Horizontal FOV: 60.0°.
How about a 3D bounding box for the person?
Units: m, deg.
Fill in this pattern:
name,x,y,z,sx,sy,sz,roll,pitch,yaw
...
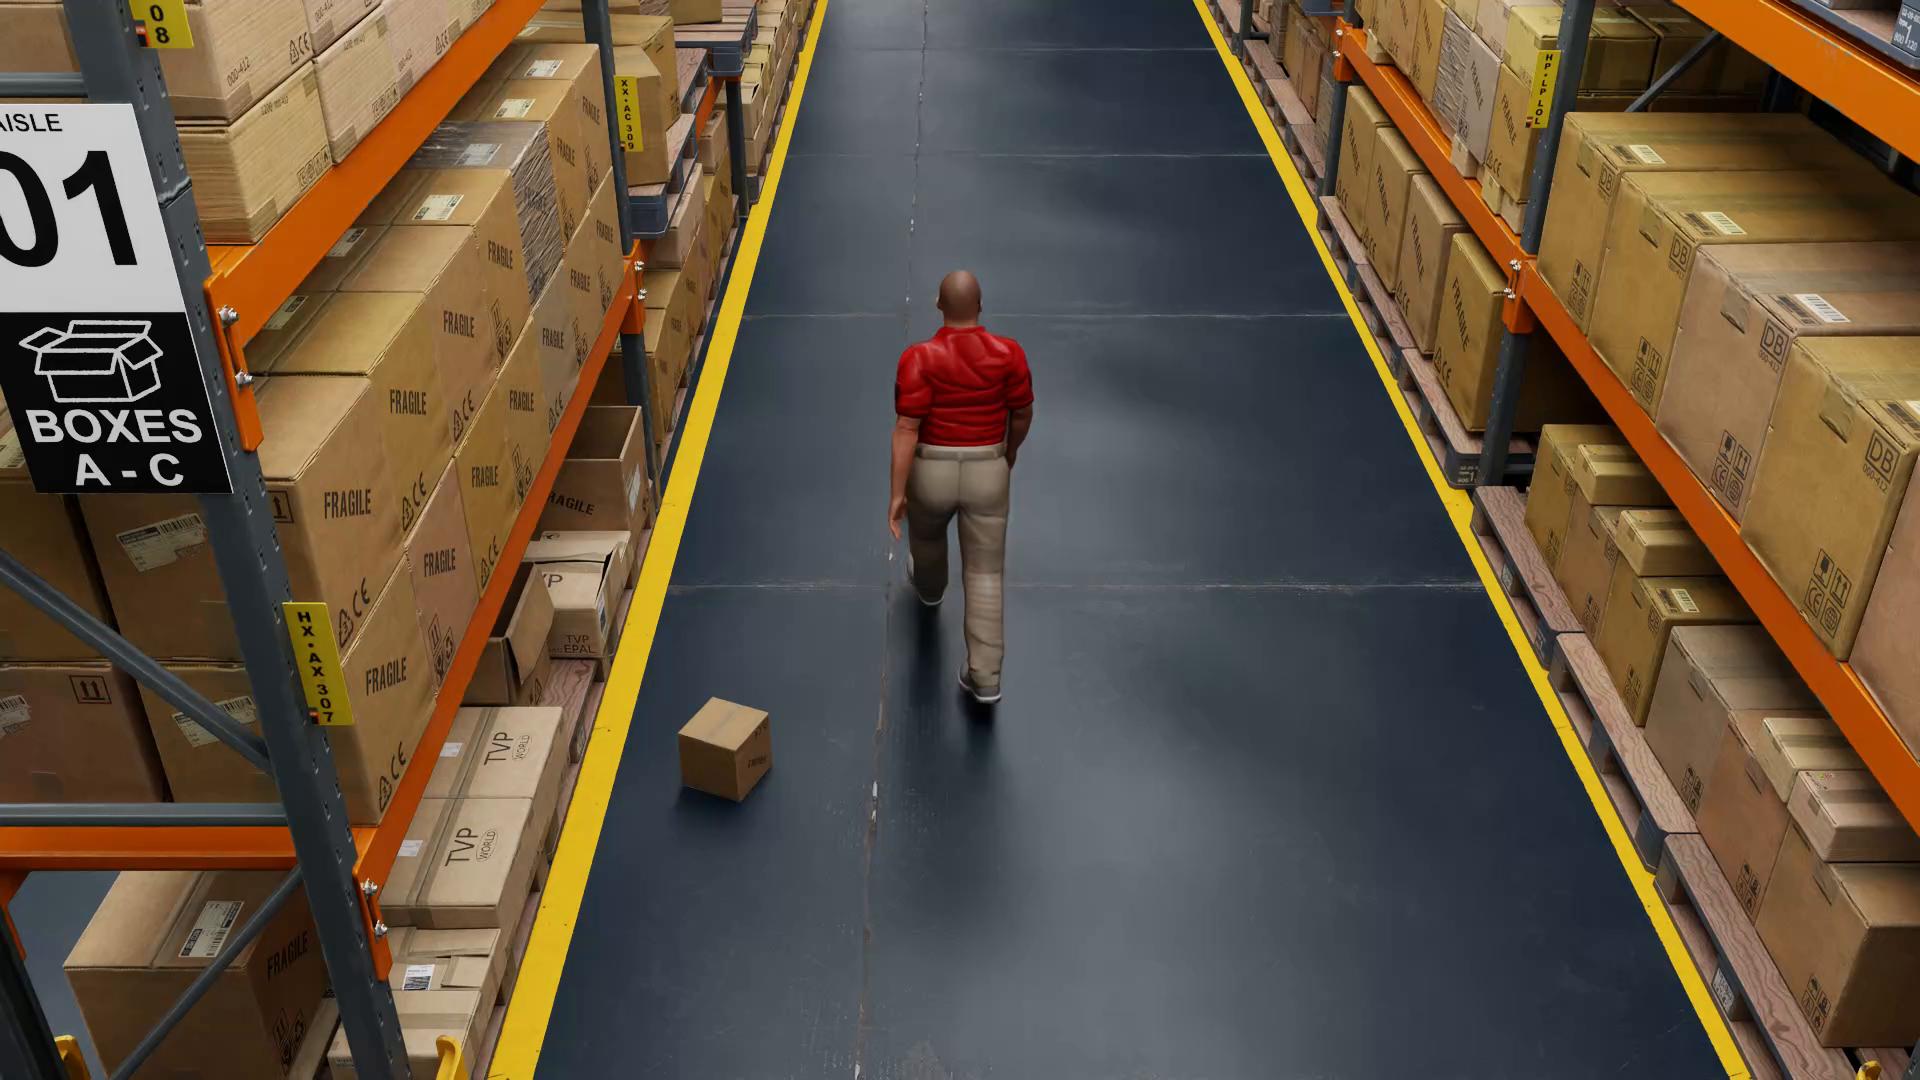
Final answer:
name,x,y,z,sx,sy,sz,roll,pitch,yaw
person,0.002,-0.284,6.624,0.576,1.651,1.113,-1,31,-2
